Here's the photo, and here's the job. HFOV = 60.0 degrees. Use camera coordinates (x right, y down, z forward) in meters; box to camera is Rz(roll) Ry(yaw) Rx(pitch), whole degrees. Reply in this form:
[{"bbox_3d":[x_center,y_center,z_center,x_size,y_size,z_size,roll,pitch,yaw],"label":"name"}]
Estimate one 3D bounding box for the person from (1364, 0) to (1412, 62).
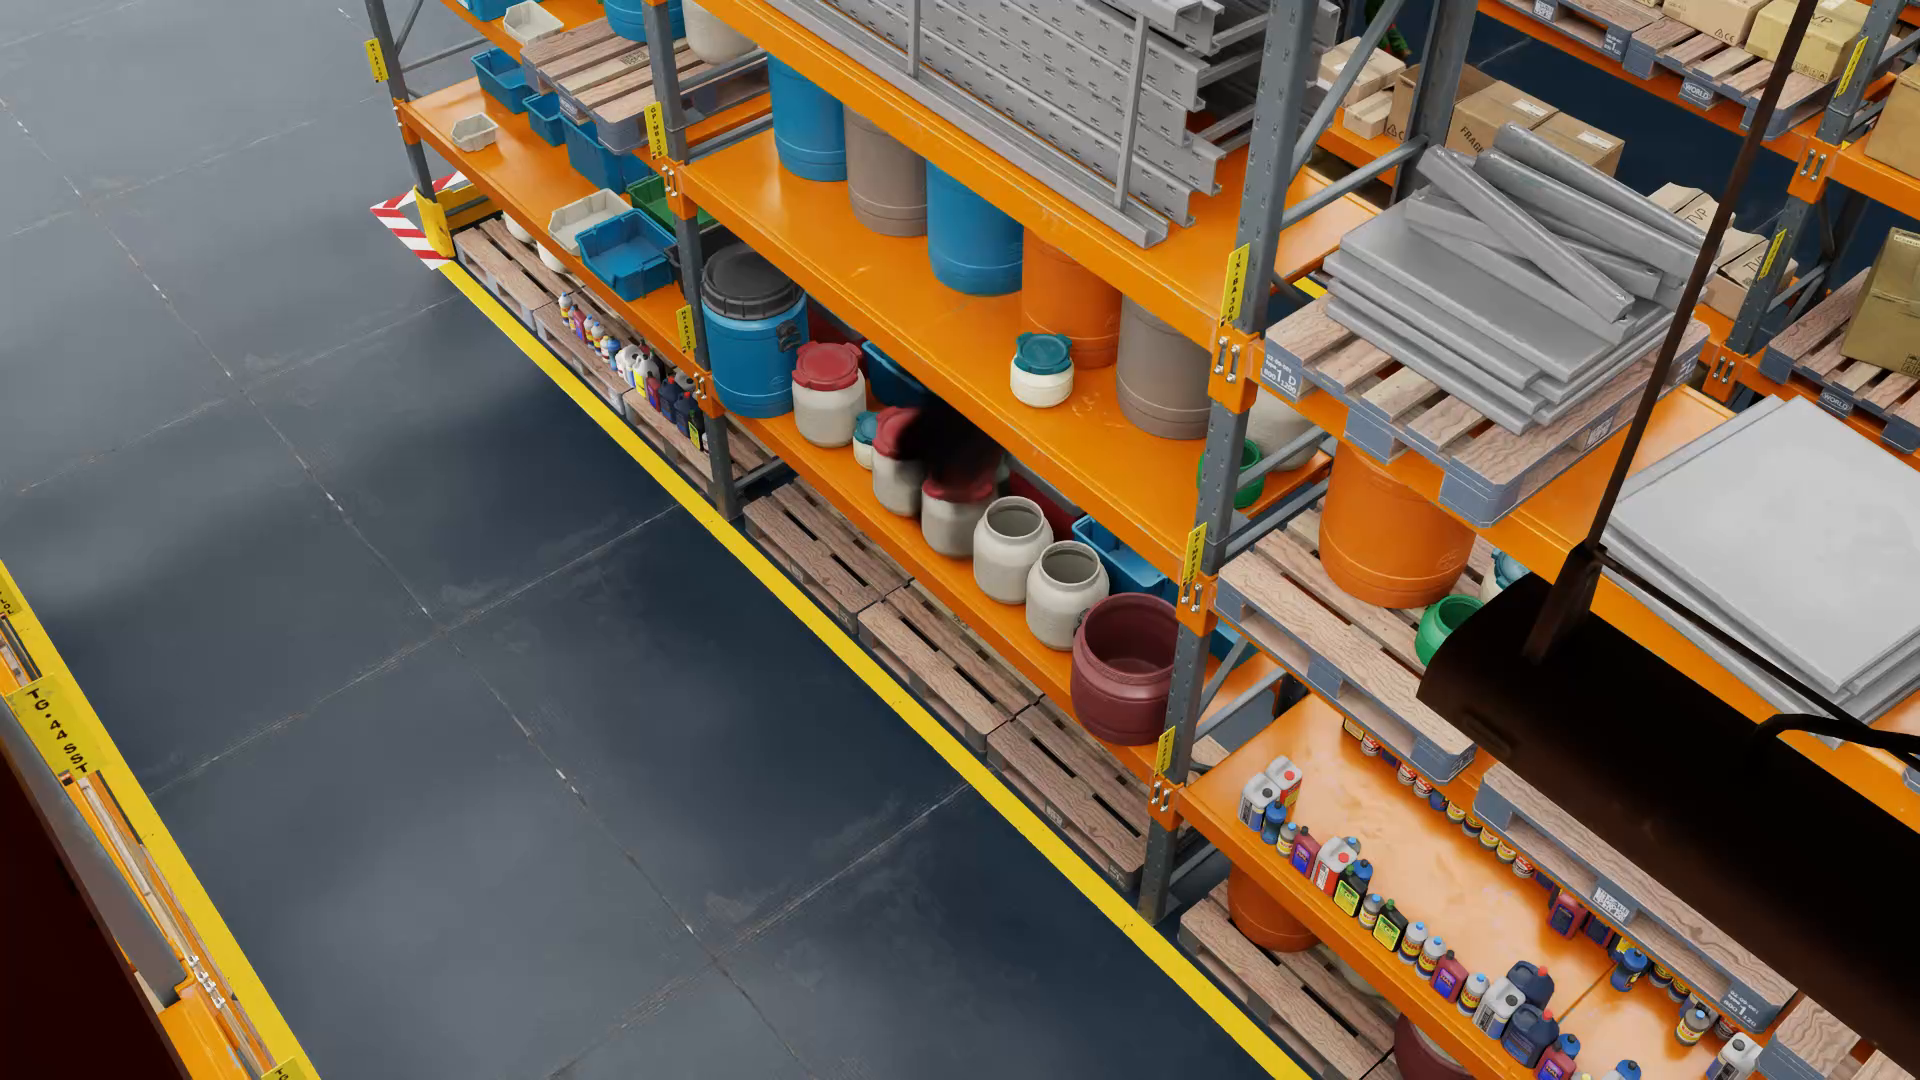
[{"bbox_3d":[3.682,-4.775,14.306,0.583,1.749,0.668,31,54,26],"label":"person"}]
